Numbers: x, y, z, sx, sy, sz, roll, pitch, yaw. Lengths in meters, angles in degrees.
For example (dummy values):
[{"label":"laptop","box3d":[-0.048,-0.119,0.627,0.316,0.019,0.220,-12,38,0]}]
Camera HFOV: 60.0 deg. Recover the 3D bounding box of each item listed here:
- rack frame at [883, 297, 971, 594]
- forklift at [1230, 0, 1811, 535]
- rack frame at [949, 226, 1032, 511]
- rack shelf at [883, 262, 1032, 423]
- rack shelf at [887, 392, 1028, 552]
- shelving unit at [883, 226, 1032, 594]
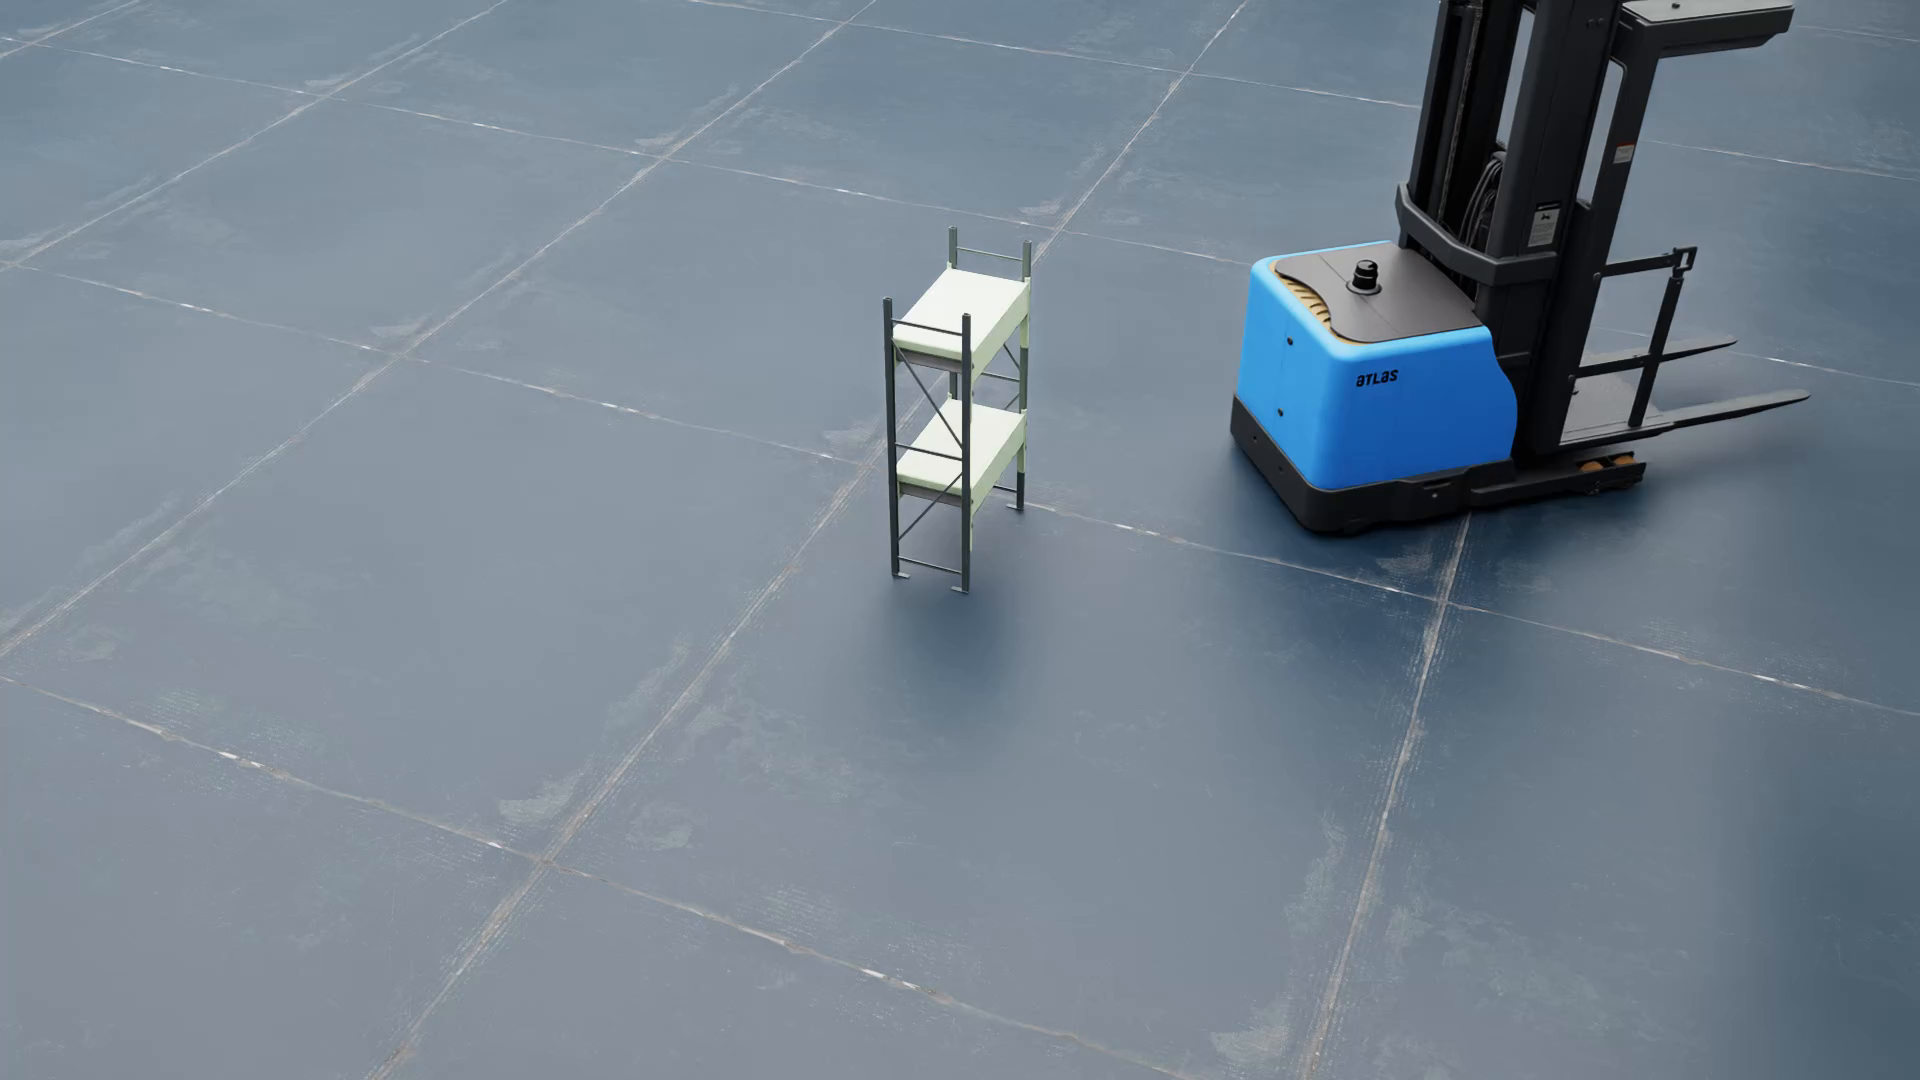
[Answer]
[{"label":"rack frame","box3d":[-0.142,-0.394,7.525,0.400,1.500,0.023,14,39,18]},{"label":"forklift","box3d":[3.021,-1.702,8.079,3.031,2.935,1.130,-10,38,-13]},{"label":"rack frame","box3d":[0.137,-0.800,8.067,0.400,1.500,0.023,14,39,18]},{"label":"rack shelf","box3d":[-0.003,-0.910,7.562,0.431,0.370,0.720,14,39,18]},{"label":"rack shelf","box3d":[-0.003,-0.336,7.991,0.431,0.370,0.720,14,39,18]},{"label":"shelving unit","box3d":[-0.003,-0.597,7.796,0.431,1.500,0.755,14,39,18]}]
